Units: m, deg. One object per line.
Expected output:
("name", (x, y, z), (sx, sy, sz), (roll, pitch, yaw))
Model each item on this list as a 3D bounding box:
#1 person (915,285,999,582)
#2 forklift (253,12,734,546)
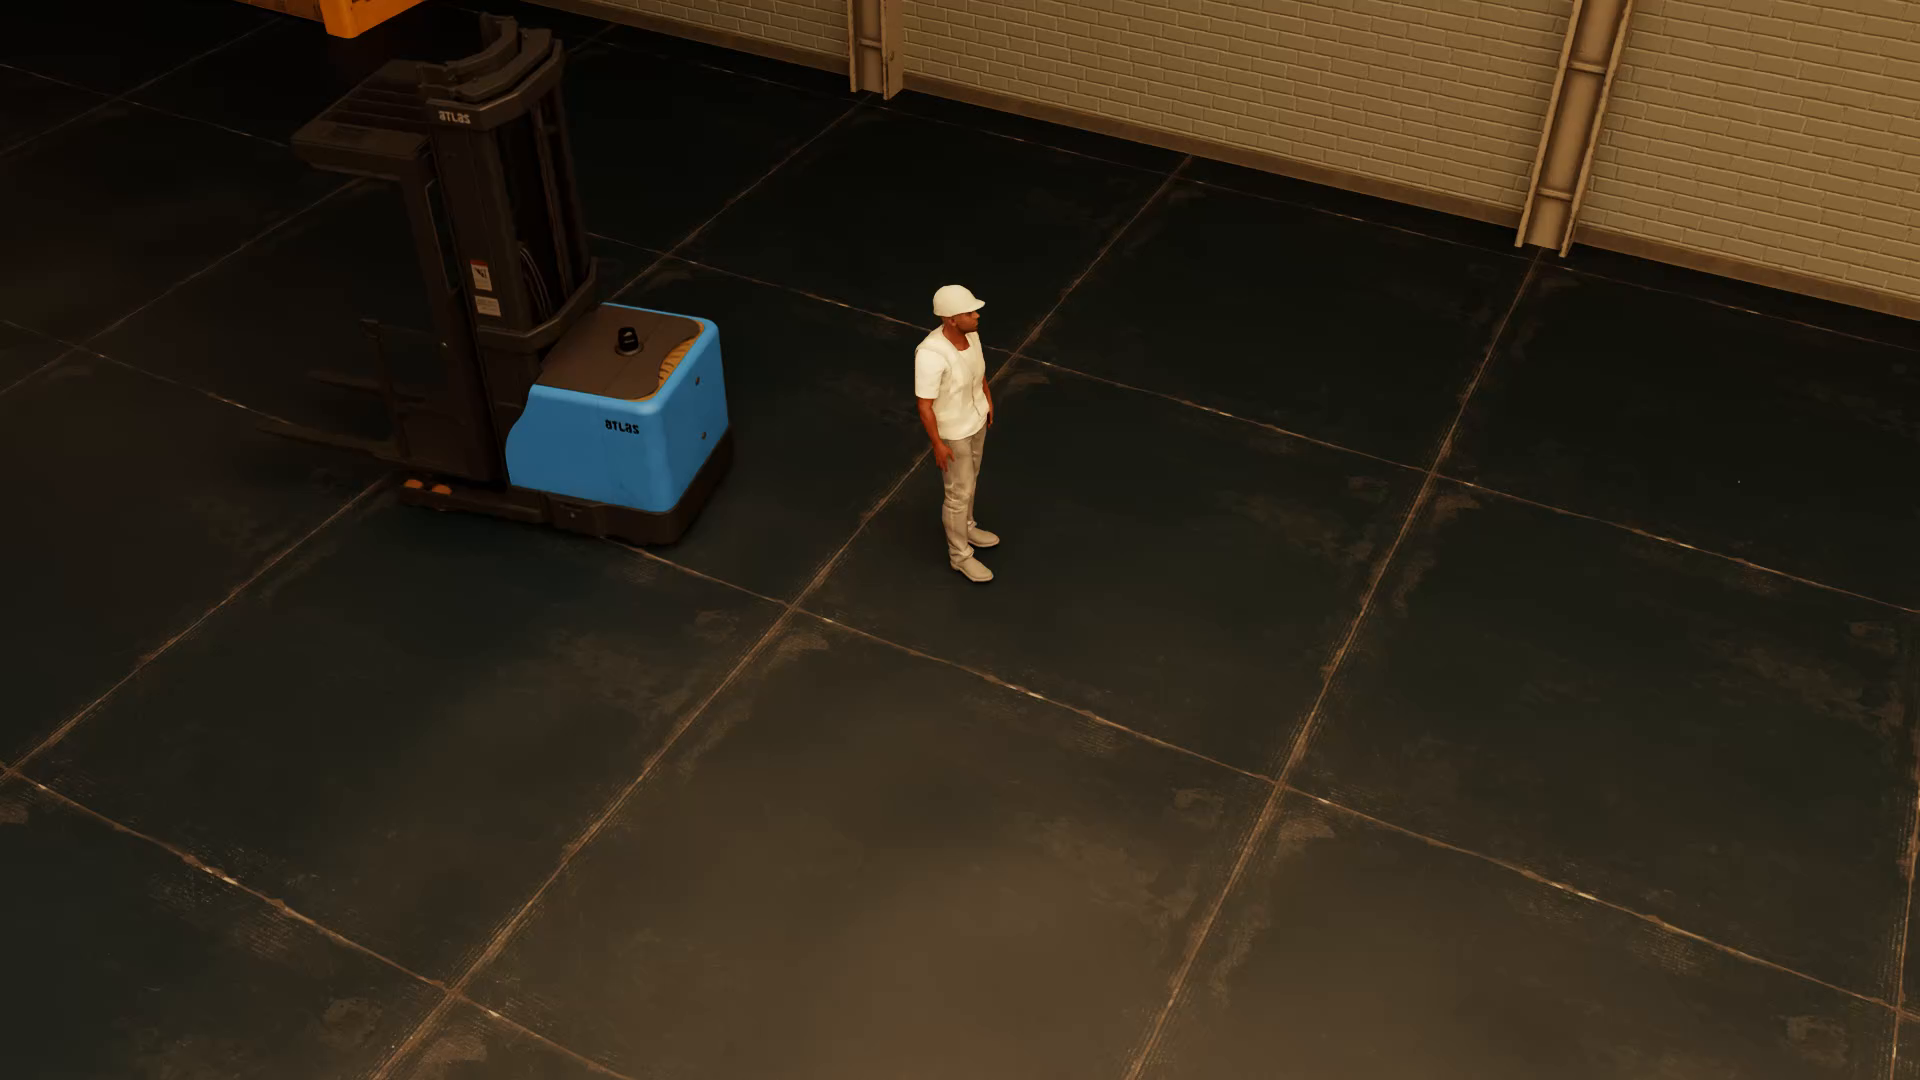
("person", (0.060, -0.655, 9.661), (0.575, 1.764, 0.665), (18, 43, 21))
("forklift", (-3.042, -1.619, 9.909), (3.031, 2.935, 1.130), (11, 41, 12))
